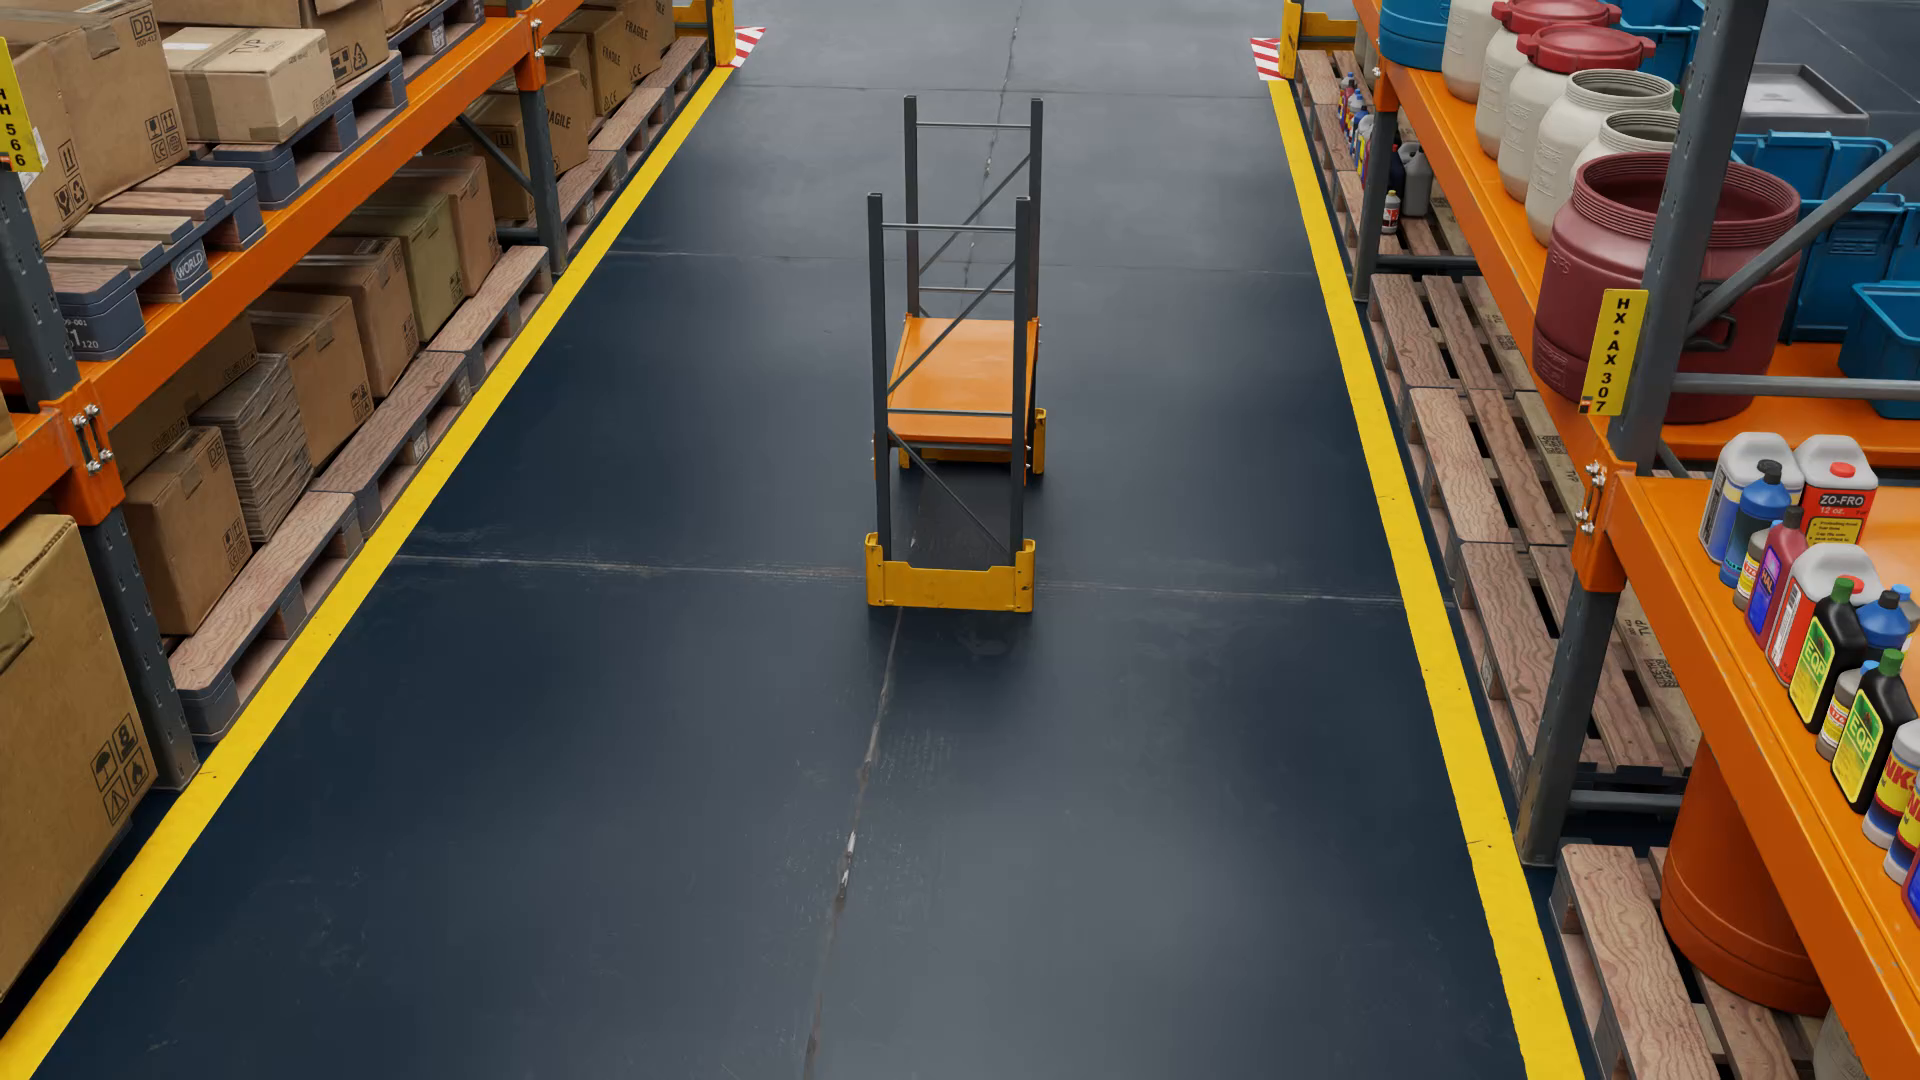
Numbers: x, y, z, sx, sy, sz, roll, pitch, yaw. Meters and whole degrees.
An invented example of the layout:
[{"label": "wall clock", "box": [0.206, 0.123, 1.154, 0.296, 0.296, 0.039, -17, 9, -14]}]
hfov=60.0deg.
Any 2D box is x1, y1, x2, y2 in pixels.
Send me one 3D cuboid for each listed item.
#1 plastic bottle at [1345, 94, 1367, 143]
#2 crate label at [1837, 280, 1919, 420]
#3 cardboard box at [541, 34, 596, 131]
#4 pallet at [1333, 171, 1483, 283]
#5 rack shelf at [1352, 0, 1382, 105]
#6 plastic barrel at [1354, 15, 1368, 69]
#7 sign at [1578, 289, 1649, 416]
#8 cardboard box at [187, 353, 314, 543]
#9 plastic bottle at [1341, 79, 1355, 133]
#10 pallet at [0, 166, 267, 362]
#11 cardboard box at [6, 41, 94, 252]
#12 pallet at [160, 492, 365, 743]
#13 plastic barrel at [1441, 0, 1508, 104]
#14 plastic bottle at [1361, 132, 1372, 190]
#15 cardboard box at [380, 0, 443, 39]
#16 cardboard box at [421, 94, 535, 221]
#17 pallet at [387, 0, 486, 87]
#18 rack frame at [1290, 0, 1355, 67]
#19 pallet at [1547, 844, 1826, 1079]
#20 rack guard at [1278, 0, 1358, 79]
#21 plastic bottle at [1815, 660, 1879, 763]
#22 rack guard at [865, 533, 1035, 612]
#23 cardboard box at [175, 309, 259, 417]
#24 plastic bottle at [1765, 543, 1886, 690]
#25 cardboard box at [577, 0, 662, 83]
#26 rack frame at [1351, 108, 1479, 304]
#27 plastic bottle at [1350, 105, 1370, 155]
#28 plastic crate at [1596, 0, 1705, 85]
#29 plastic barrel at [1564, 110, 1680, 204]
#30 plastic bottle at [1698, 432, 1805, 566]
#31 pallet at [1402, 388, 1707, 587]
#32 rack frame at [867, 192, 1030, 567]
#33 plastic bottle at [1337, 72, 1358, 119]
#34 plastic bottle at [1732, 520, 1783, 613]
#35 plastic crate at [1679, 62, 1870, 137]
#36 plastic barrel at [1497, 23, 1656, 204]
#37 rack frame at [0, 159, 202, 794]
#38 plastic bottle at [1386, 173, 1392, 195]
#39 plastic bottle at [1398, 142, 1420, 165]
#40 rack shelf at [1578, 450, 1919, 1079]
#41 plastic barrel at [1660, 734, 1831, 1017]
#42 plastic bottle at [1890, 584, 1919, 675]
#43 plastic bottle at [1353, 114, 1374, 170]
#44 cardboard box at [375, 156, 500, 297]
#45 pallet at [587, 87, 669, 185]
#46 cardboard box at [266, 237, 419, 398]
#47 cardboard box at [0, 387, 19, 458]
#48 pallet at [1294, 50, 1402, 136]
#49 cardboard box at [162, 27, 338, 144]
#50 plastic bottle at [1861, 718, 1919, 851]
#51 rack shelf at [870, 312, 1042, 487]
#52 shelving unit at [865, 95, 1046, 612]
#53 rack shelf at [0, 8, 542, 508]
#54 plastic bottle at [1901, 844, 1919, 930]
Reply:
[{"label": "plastic bottle", "box": [2.259, -2.397, 9.462, 0.097, 0.271, 0.097, 0, 32, 0]}, {"label": "crate label", "box": [2.510, -0.487, 4.341, 0.303, 0.233, 0.416, 2, 32, 4]}, {"label": "cardboard box", "box": [-2.425, -2.607, 9.604, 0.500, 0.500, 0.500, 0, 32, 0]}, {"label": "pallet", "box": [2.524, -1.608, 8.659, 1.003, 0.211, 1.213, 2, 32, 4]}, {"label": "rack shelf", "box": [2.590, -3.186, 9.246, 1.077, 0.370, 4.000, 2, 32, 4]}, {"label": "plastic barrel", "box": [2.776, -3.310, 10.733, 0.421, 0.512, 0.421, 0, 32, 0]}, {"label": "sign", "box": [1.553, -0.444, 3.955, 0.100, 0.325, 0.005, 2, 32, 4]}, {"label": "cardboard box", "box": [-2.768, -0.331, 5.891, 0.700, 0.500, 0.500, 0, 32, 0]}, {"label": "plastic bottle", "box": [2.258, -2.516, 9.644, 0.061, 0.283, 0.133, 3, 32, 5]}, {"label": "pallet", "box": [-2.883, -0.861, 4.972, 1.213, 0.211, 1.003, 2, 32, 4]}, {"label": "cardboard box", "box": [-2.831, -1.071, 4.634, 0.500, 0.500, 0.500, -1, 32, -2]}, {"label": "pallet", "box": [-2.770, 0.213, 5.704, 1.003, 0.211, 1.213, 2, 32, 4]}, {"label": "plastic barrel", "box": [2.131, -2.013, 6.528, 0.433, 0.535, 0.433, 0, 32, 0]}, {"label": "plastic bottle", "box": [2.180, -2.013, 8.828, 0.061, 0.283, 0.133, 5, 32, 7]}, {"label": "cardboard box", "box": [-2.713, -2.682, 6.771, 1.000, 1.000, 1.000, 3, 32, 4]}, {"label": "cardboard box", "box": [-2.437, -1.980, 8.586, 0.500, 0.500, 0.500, 2, 32, 2]}, {"label": "pallet", "box": [-2.716, -2.182, 7.115, 1.003, 0.211, 1.213, 2, 32, 4]}, {"label": "rack frame", "box": [2.753, -4.538, 10.754, 1.000, 3.000, 0.127, 2, 32, 4]}, {"label": "pallet", "box": [2.079, 1.247, 4.026, 1.003, 0.211, 1.213, 2, 32, 4]}, {"label": "rack guard", "box": [2.794, -3.432, 11.342, 1.175, 0.500, 0.348, 2, 32, 4]}, {"label": "plastic bottle", "box": [1.659, 0.314, 3.071, 0.097, 0.201, 0.097, 0, 32, 0]}, {"label": "rack guard", "box": [-0.034, 0.114, 5.827, 0.587, 0.250, 0.087, 2, 32, 4]}, {"label": "cardboard box", "box": [-2.777, -0.638, 5.674, 0.500, 0.250, 0.500, 6, 32, 10]}, {"label": "plastic bottle", "box": [1.707, 0.153, 3.261, 0.152, 0.276, 0.135, 2, 32, 4]}, {"label": "cardboard box", "box": [-2.266, -3.224, 10.605, 0.500, 0.500, 0.500, 11, 33, 17]}, {"label": "rack frame", "box": [2.427, -2.446, 7.360, 1.000, 3.000, 0.127, 2, 32, 4]}, {"label": "plastic bottle", "box": [2.242, -2.291, 9.290, 0.097, 0.271, 0.097, 0, 32, 0]}, {"label": "plastic crate", "box": [2.648, -1.849, 6.407, 0.392, 0.384, 0.575, 2, 32, 4]}, {"label": "plastic barrel", "box": [1.973, -0.949, 4.824, 0.421, 0.512, 0.421, 0, 32, 0]}, {"label": "plastic bottle", "box": [1.744, -0.089, 3.654, 0.152, 0.276, 0.135, 2, 32, 4]}, {"label": "pallet", "box": [2.305, -0.207, 6.385, 1.003, 0.211, 1.213, 2, 32, 4]}, {"label": "rack frame", "box": [-0.034, -0.417, 5.498, 0.500, 1.500, 0.032, 2, 32, 4]}, {"label": "plastic bottle", "box": [2.295, -2.629, 9.838, 0.097, 0.271, 0.097, 0, 32, 0]}, {"label": "plastic bottle", "box": [1.700, 0.053, 3.494, 0.097, 0.201, 0.097, 0, 32, 0]}, {"label": "plastic crate", "box": [2.538, -1.214, 5.299, 0.402, 0.464, 0.583, 2, 32, 4]}, {"label": "plastic barrel", "box": [2.036, -1.403, 5.538, 0.433, 0.535, 0.433, 0, 32, 0]}, {"label": "rack frame", "box": [-2.835, -0.566, 4.309, 1.000, 3.000, 0.127, 2, 32, 4]}, {"label": "plastic bottle", "box": [2.138, -1.743, 8.388, 0.061, 0.283, 0.133, 4, 32, 6]}, {"label": "plastic bottle", "box": [2.358, -1.930, 8.699, 0.152, 0.276, 0.135, 2, 32, 4]}, {"label": "rack shelf", "box": [1.939, 0.998, 2.458, 1.077, 0.370, 4.000, 2, 32, 4]}, {"label": "plastic barrel", "box": [2.079, 0.647, 4.009, 0.600, 0.830, 0.708, 2, 32, 4]}, {"label": "plastic bottle", "box": [1.832, 0.180, 3.288, 0.097, 0.201, 0.097, 0, 32, 0]}, {"label": "plastic bottle", "box": [2.252, -2.177, 9.100, 0.152, 0.276, 0.135, 3, 32, 5]}, {"label": "cardboard box", "box": [-2.581, -1.461, 7.724, 0.700, 0.500, 0.500, 0, 32, 0]}, {"label": "pallet", "box": [-2.393, -2.463, 10.045, 1.003, 0.211, 1.213, 2, 32, 4]}, {"label": "cardboard box", "box": [-2.683, -0.919, 6.846, 0.700, 0.500, 0.500, 0, 32, 0]}, {"label": "cardboard box", "box": [-2.628, -0.340, 3.847, 0.500, 0.500, 0.500, 3, 32, 5]}, {"label": "pallet", "box": [2.722, -2.884, 10.729, 1.003, 0.211, 1.213, 2, 32, 4]}, {"label": "cardboard box", "box": [-2.469, -1.547, 5.645, 0.500, 0.250, 0.500, 2, 32, 3]}, {"label": "plastic bottle", "box": [1.640, 0.405, 2.857, 0.097, 0.271, 0.097, 0, 32, 0]}, {"label": "rack shelf", "box": [0.007, -0.530, 6.023, 0.538, 0.185, 1.000, 2, 32, 4]}, {"label": "shelving unit", "box": [0.006, -0.678, 5.921, 0.587, 1.500, 1.083, 2, 32, 4]}, {"label": "rack shelf", "box": [-2.672, -1.306, 6.195, 1.077, 0.370, 4.000, 2, 32, 4]}, {"label": "plastic bottle", "box": [1.605, 0.510, 2.675, 0.061, 0.283, 0.133, 2, 32, 4]}]
